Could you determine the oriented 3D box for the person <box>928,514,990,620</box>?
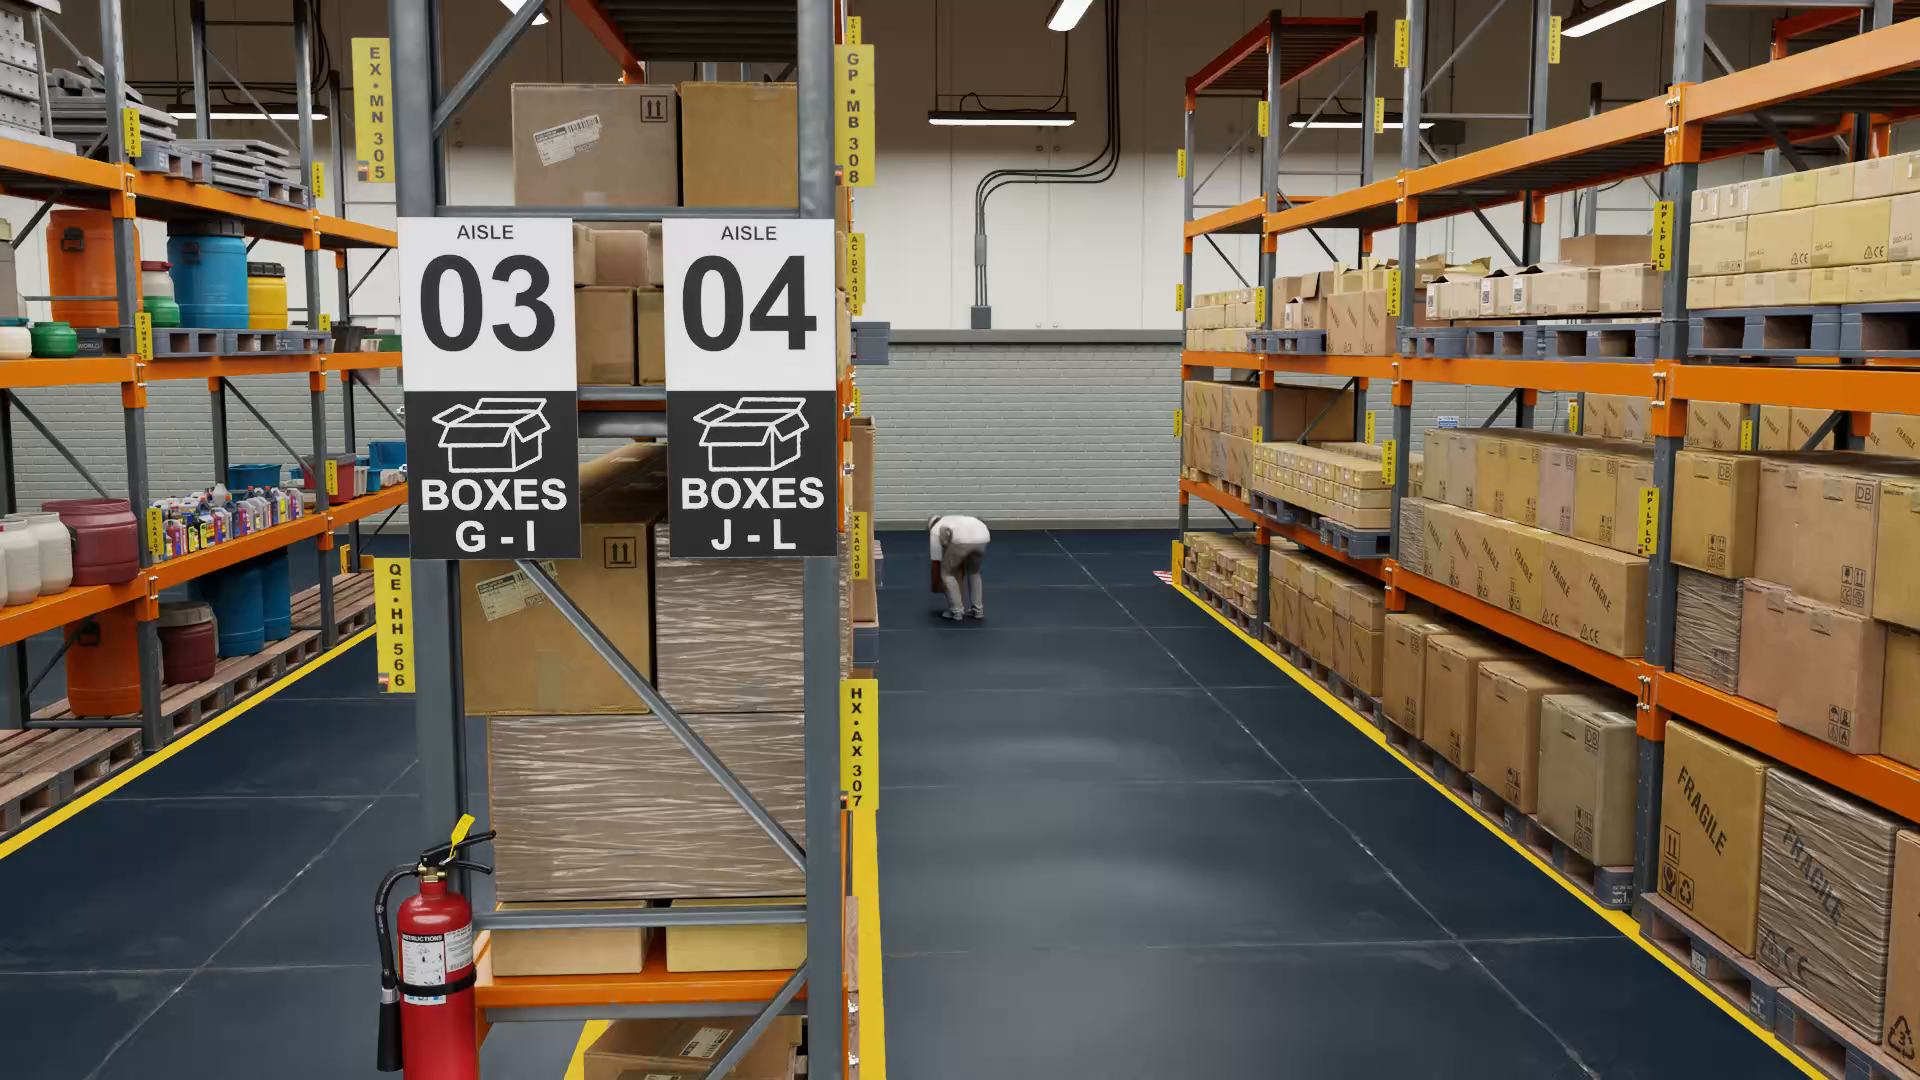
[{"bbox_3d":[-0.061,0.269,17.789,0.480,1.075,0.982,-4,8,-30],"label":"person"}]
